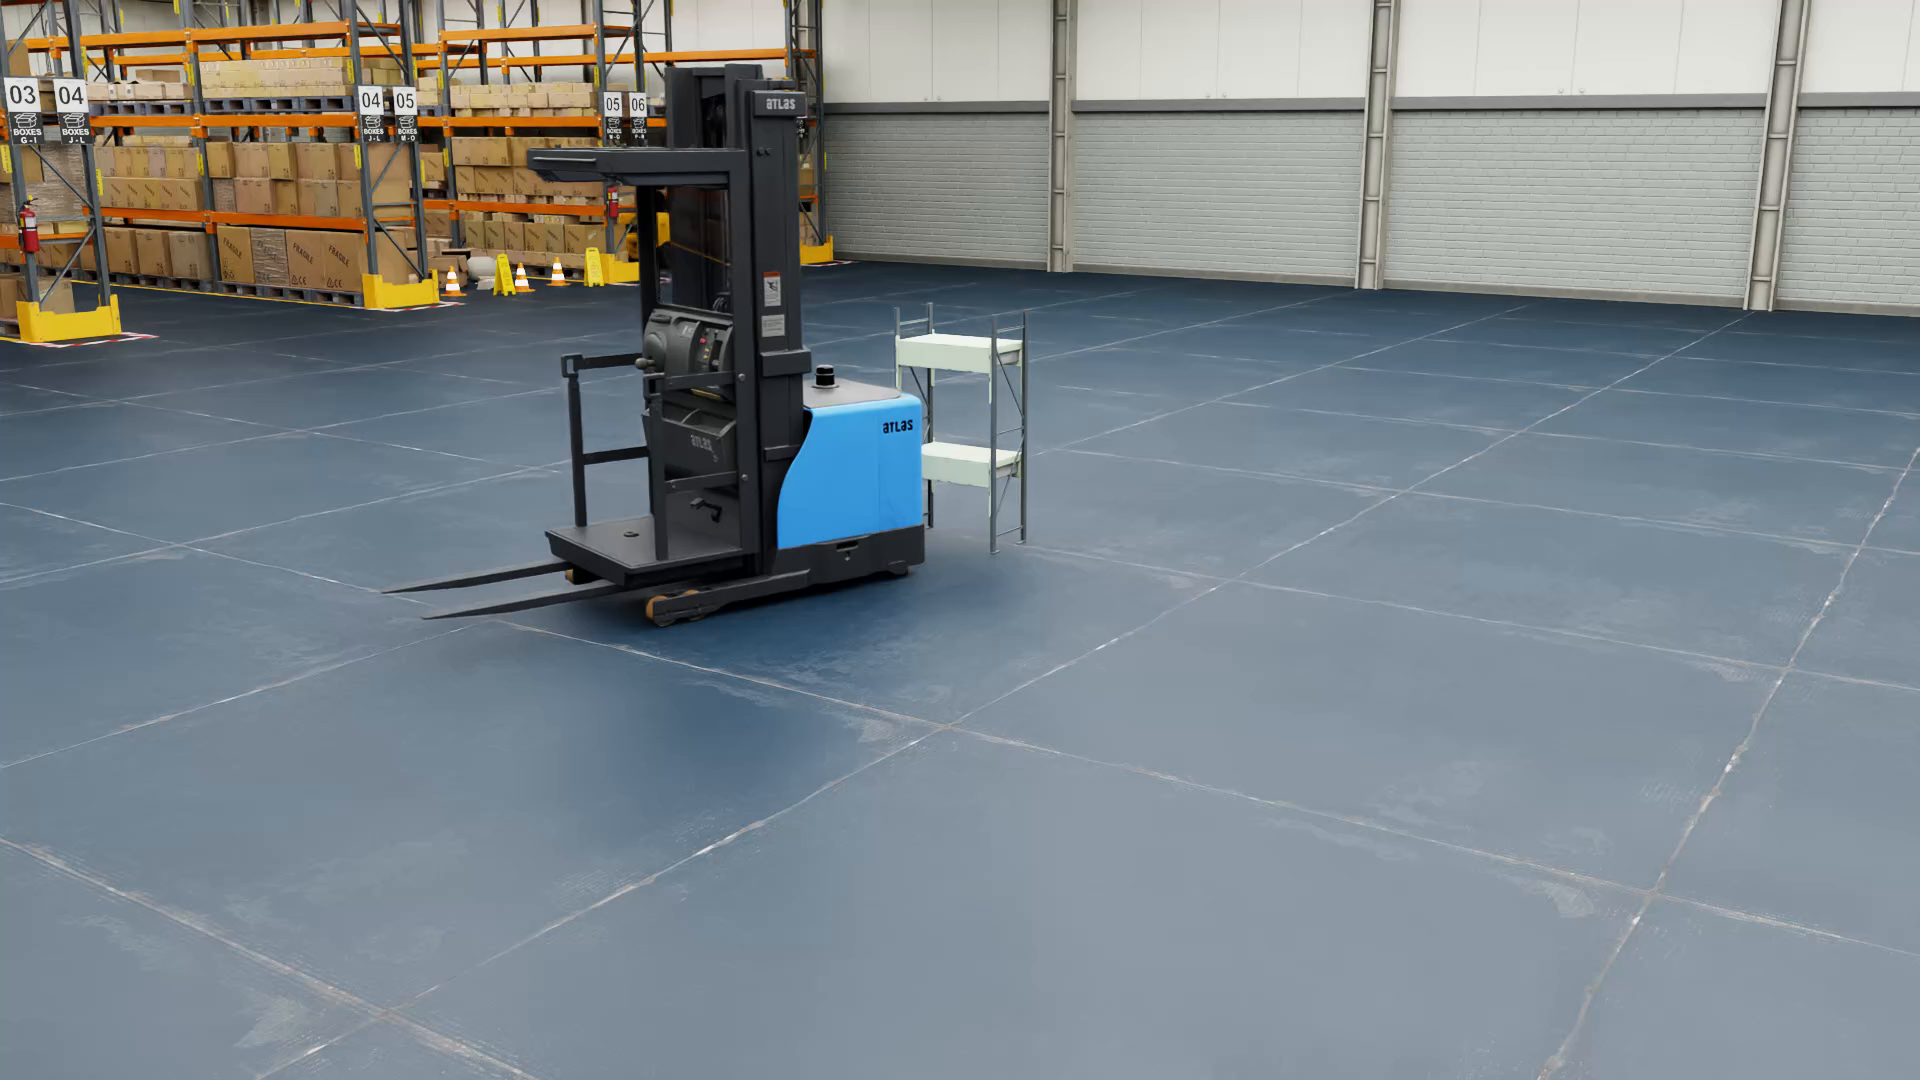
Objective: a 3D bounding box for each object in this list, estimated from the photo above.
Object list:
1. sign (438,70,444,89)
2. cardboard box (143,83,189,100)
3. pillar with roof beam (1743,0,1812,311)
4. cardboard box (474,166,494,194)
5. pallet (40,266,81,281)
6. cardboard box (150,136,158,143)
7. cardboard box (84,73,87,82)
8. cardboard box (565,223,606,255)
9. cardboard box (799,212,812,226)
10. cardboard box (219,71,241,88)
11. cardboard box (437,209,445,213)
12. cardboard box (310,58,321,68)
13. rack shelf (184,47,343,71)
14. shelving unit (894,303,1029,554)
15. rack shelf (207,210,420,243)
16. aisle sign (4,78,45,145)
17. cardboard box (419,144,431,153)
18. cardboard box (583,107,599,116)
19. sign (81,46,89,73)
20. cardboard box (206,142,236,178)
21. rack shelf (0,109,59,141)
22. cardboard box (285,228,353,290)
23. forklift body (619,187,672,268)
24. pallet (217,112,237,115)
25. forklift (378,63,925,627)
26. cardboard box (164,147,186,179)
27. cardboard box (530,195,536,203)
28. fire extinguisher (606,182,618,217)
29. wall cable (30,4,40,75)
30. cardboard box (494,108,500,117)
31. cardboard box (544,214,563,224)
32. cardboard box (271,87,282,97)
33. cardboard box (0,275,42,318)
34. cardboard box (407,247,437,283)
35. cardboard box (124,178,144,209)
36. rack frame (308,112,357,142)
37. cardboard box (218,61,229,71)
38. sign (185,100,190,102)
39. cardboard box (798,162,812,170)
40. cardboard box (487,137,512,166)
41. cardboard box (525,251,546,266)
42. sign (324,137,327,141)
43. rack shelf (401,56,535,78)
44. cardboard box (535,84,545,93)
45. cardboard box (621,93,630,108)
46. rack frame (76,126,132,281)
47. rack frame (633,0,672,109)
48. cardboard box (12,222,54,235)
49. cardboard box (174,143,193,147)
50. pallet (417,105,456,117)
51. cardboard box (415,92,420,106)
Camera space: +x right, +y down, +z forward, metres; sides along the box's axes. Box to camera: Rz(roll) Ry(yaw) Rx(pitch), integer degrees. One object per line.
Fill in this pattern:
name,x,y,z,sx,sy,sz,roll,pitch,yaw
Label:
sign,-9.419,-8.346,30.159,0.005,0.325,0.100,9,17,33
cardboard box,-12.939,-7.316,27.123,0.500,0.250,0.500,9,17,32
pillar with roof beam,9.432,-6.926,20.074,0.400,9.000,9.100,9,17,33
cardboard box,-8.473,-6.575,30.314,0.500,0.500,0.500,9,17,33
pallet,-15.758,-4.847,29.962,1.213,0.211,1.003,9,17,33
cardboard box,-17.209,-8.643,35.855,0.250,0.149,0.380,9,16,32
cardboard box,-15.720,-8.150,29.459,0.258,0.266,0.396,9,17,33
cardboard box,-6.604,-5.311,29.324,0.500,0.500,0.500,9,17,33
cardboard box,-3.319,-6.470,33.483,0.500,0.250,0.500,9,16,32
cardboard box,-11.122,-7.150,25.833,0.500,0.250,0.500,9,17,32
cardboard box,-11.920,-7.698,38.654,0.250,0.149,0.380,9,17,33
cardboard box,-9.360,-7.041,24.565,0.250,0.149,0.380,10,17,34
rack shelf,-14.091,-9.733,33.742,4.000,0.370,1.077,9,17,33
shelving unit,0.006,-0.727,10.639,0.755,1.500,0.431,9,17,33
rack shelf,-10.132,-4.941,26.039,4.000,0.370,1.077,9,17,33
aisle sign,-11.440,-5.241,20.341,0.004,0.787,0.394,9,17,33
cardboard box,-10.201,-7.377,31.332,0.250,0.149,0.380,9,16,31
cardboard box,-6.246,-7.349,28.548,0.250,0.149,0.380,9,17,33
sign,-11.021,-6.035,20.900,0.005,0.325,0.100,9,17,33
cardboard box,-11.504,-6.099,26.660,0.550,0.550,0.875,9,17,33
rack shelf,-12.984,-5.422,21.738,4.000,0.370,1.077,9,17,33
cardboard box,-9.803,-4.390,25.863,0.875,0.875,0.875,9,16,32
forklift body,-5.618,-6.491,32.570,1.214,2.155,2.313,9,17,33
pallet,-14.962,-8.882,34.617,1.217,0.209,0.805,8,16,31
forklift,-1.687,-1.100,9.168,3.031,2.935,1.130,-11,17,-36
cardboard box,-12.634,-6.226,27.445,0.500,0.500,0.700,9,16,32
cardboard box,-7.481,-6.117,29.815,0.250,0.149,0.380,9,17,33
fire extinguisher,-5.956,-5.878,28.487,0.183,0.674,0.296,9,17,33
wall cable,-23.525,-11.937,40.317,0.029,3.000,2.355,9,17,33
cardboard box,-8.136,-7.666,29.827,0.250,0.149,0.380,9,16,31
cardboard box,-7.153,-5.696,29.530,0.250,0.149,0.380,10,17,34
cardboard box,-10.202,-6.790,25.210,0.250,0.149,0.380,9,17,33
cardboard box,-12.348,-3.198,21.826,0.500,0.500,0.500,-12,18,-39
cardboard box,-9.444,-4.731,28.607,0.503,0.637,0.797,9,17,33
cardboard box,-13.635,-5.827,27.912,0.500,0.500,0.500,9,17,32
rack frame,-12.432,-7.096,33.245,0.127,3.000,1.000,9,17,33
cardboard box,-11.257,-7.348,25.802,0.250,0.149,0.380,9,17,32
sign,-16.059,-9.267,34.532,0.005,0.325,0.100,9,17,33
cardboard box,-3.163,-7.474,33.213,0.250,0.149,0.380,9,16,31
cardboard box,-8.055,-6.990,29.908,0.500,0.500,0.700,9,16,32
cardboard box,-7.477,-5.087,29.978,0.500,0.250,0.500,8,16,31
sign,-15.976,-9.982,41.838,0.005,0.325,0.100,9,17,33
rack shelf,-11.324,-10.723,37.742,4.000,0.370,1.077,9,17,33
cardboard box,-7.237,-7.922,29.204,0.250,0.149,0.380,9,16,31
cardboard box,-6.062,-7.671,29.019,0.500,0.250,0.500,9,16,32
rack frame,-15.110,-6.095,29.203,0.127,3.000,1.000,9,17,33
rack frame,-6.345,-10.461,34.357,0.127,3.000,1.000,9,17,33
cardboard box,-11.676,-3.922,20.947,0.250,0.149,0.380,9,17,33
cardboard box,-16.296,-8.174,35.313,0.500,0.500,0.500,9,17,32
pallet,-9.565,-8.028,31.160,1.003,0.211,1.213,9,17,33
cardboard box,-10.095,-8.265,31.163,0.500,0.250,0.500,9,17,33
